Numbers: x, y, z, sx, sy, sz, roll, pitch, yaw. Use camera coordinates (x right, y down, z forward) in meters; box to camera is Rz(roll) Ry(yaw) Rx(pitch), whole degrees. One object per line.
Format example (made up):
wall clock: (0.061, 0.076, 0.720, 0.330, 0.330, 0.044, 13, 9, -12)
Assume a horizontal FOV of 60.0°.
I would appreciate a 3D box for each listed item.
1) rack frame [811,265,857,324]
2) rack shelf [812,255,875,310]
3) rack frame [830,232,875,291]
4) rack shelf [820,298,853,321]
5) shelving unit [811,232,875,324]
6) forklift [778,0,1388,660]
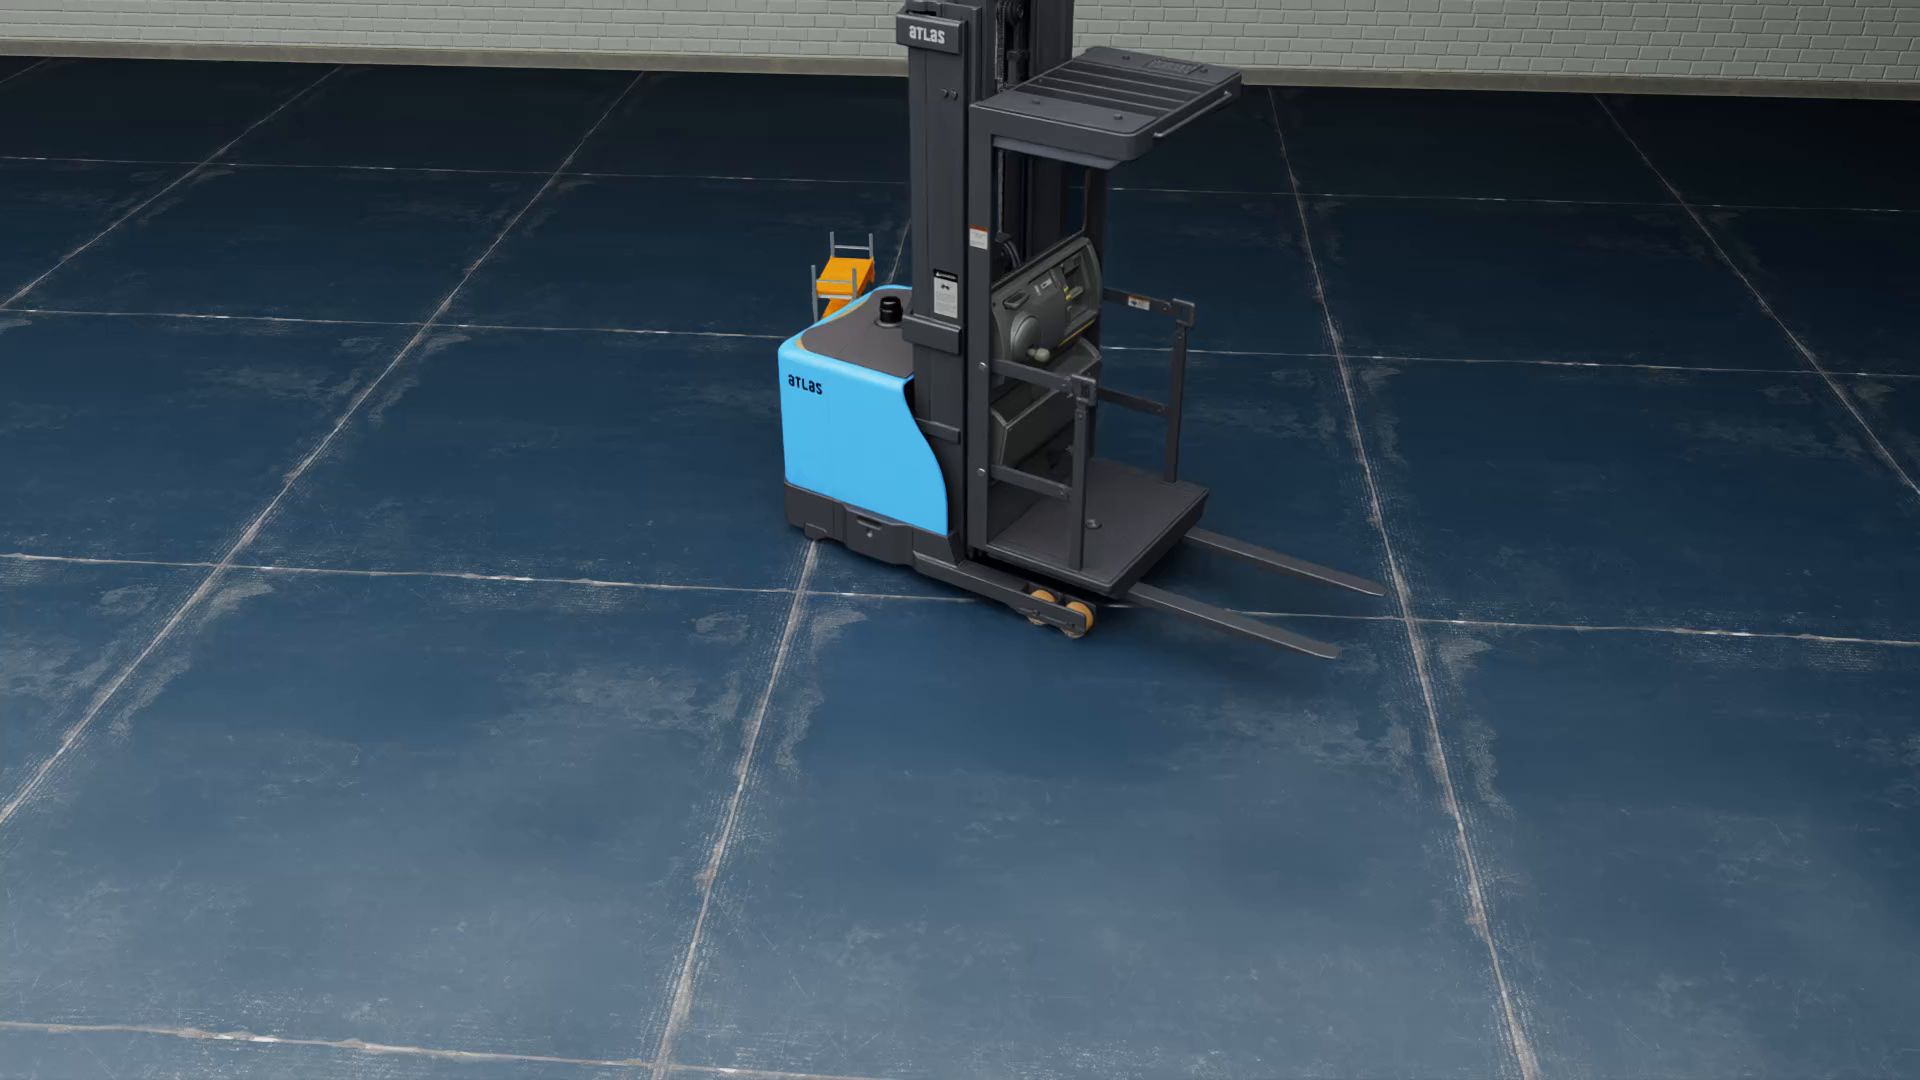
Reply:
rack frame: (-0.668, -0.938, 9.128, 0.240, 1.200, 0.015, 4, 32, 7)
rack shelf: (-0.635, -1.399, 9.127, 0.258, 0.148, 0.480, 4, 32, 7)
rack frame: (-0.602, -1.191, 9.539, 0.240, 1.200, 0.015, 4, 32, 7)
rack shelf: (-0.635, -1.198, 9.251, 0.258, 0.148, 0.480, 4, 32, 7)
shelving unit: (-0.635, -1.064, 9.333, 0.258, 1.200, 0.503, 4, 32, 7)
forklift: (0.589, -1.099, 7.740, 3.031, 2.935, 1.130, 19, 36, 27)
